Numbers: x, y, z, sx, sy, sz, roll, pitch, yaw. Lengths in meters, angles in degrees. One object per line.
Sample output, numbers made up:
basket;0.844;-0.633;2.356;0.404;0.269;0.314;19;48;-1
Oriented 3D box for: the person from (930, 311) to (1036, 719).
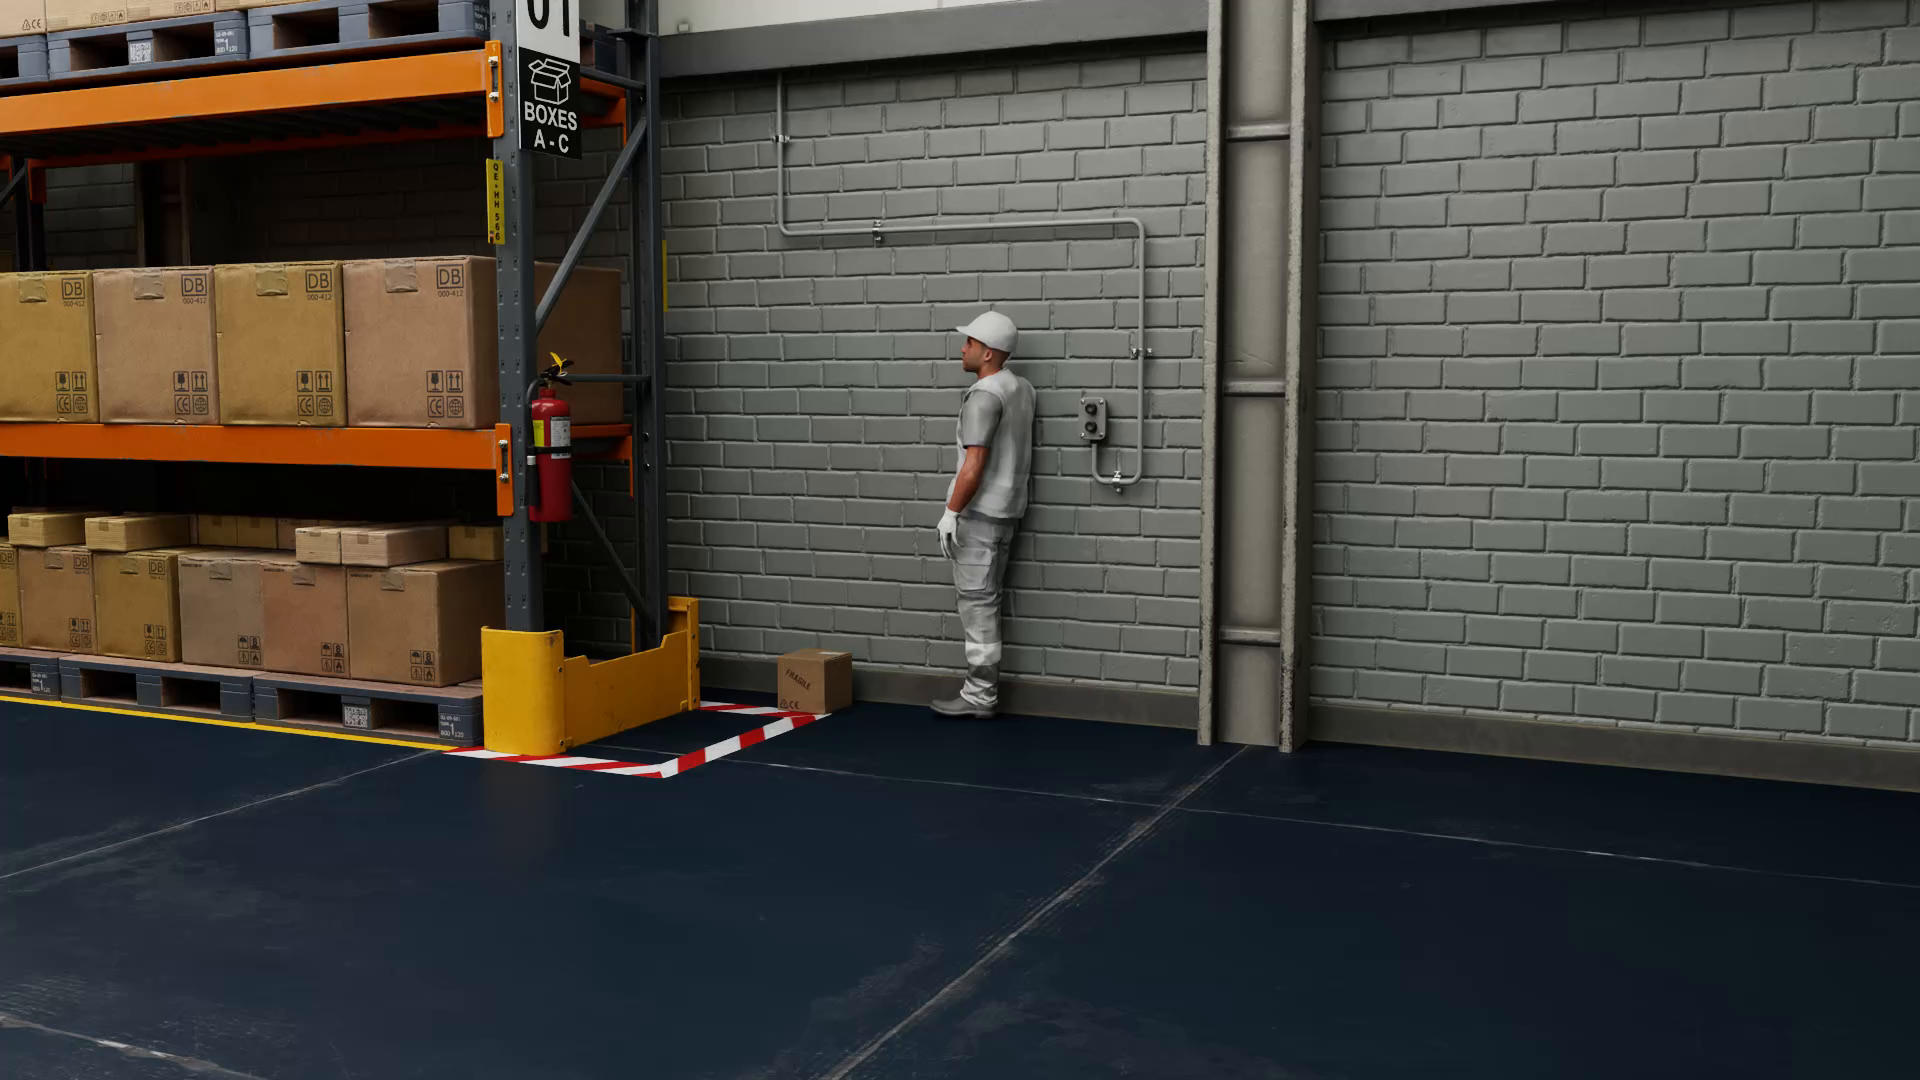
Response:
person;0.038;-0.108;7.368;0.563;1.789;0.637;2;6;24
